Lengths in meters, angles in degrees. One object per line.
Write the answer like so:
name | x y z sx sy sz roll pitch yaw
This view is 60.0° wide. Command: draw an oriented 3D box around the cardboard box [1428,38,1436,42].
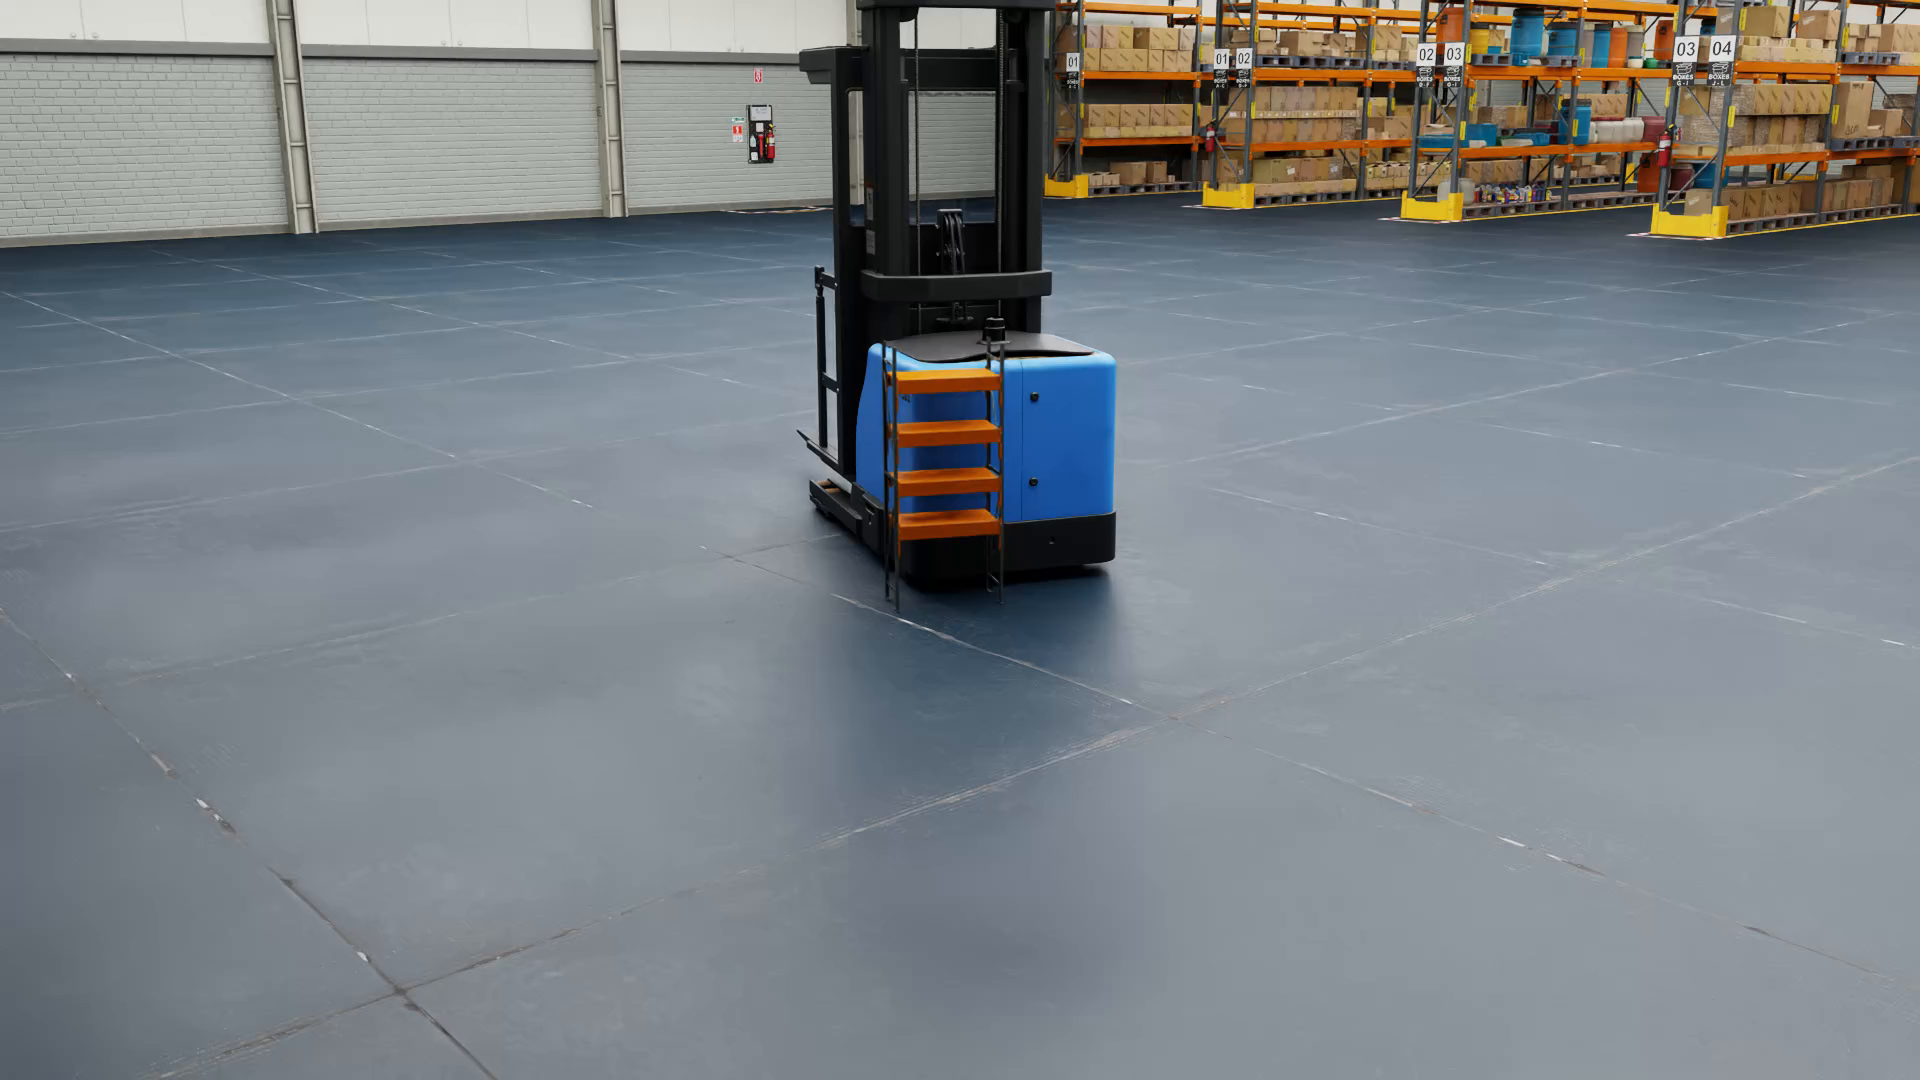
cardboard box | 12.945 -13.722 46.327 0.500 0.500 0.500 -12 19 -39

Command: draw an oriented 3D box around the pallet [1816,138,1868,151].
pallet | 15.862 -7.253 30.463 1.213 0.211 1.003 -13 19 -39

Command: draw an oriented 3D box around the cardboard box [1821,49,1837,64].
cardboard box | 15.018 -8.493 29.212 0.500 0.250 0.500 -12 19 -37

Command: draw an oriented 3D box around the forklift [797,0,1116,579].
forklift | -0.209 -1.569 8.945 1.130 2.935 3.031 -5 16 -19

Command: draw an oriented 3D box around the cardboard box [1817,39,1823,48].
cardboard box | 14.741 -8.616 28.898 0.250 0.149 0.380 -14 20 -42

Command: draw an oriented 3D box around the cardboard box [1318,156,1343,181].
cardboard box | 8.099 -8.207 36.723 0.500 0.500 0.500 -13 19 -39

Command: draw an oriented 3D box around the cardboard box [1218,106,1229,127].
cardboard box | 6.268 -10.571 41.467 0.500 0.500 0.700 -10 18 -34

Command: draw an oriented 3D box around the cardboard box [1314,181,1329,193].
cardboard box | 7.733 -7.757 36.491 0.500 0.250 0.500 -13 19 -39

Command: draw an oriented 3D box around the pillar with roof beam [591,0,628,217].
pillar with roof beam | -3.848 -9.774 27.905 0.400 9.000 9.100 -13 19 -39

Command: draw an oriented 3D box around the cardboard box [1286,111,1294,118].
cardboard box | 6.888 -9.058 35.396 0.250 0.149 0.380 -14 20 -41

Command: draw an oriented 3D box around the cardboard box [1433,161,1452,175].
cardboard box | 11.474 -8.860 39.535 0.500 0.311 0.500 -12 19 -38

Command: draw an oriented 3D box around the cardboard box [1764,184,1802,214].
cardboard box | 14.862 -6.180 30.103 0.500 0.500 0.500 -13 20 -41

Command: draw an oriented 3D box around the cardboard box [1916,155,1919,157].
cardboard box | 19.420 -7.361 33.798 0.875 0.875 1.225 -13 19 -39

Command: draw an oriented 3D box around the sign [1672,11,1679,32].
sign | 11.824 -8.555 27.438 0.005 0.325 0.100 -13 19 -39

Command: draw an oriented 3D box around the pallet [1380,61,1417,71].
pallet | 10.413 -10.887 38.249 1.213 0.211 1.003 -12 19 -37

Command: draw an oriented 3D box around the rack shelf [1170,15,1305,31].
rack shelf | 6.945 -12.834 41.528 4.000 0.370 1.077 -13 19 -39

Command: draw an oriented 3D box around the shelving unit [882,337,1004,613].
shelving unit | -0.076 -0.299 7.537 0.503 1.200 0.258 -4 15 -14

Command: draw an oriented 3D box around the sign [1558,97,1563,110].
sign | 15.092 -10.981 41.804 0.005 0.325 0.100 -13 19 -39

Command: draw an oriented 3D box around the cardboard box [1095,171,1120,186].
cardboard box | 3.429 -8.570 39.378 0.500 0.311 0.500 -11 18 -35

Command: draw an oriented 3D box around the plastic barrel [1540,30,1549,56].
plastic barrel | 11.485 -9.880 33.083 0.421 0.512 0.421 0 15 0

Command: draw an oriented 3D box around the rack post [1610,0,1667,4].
rack post | 13.368 -11.554 34.181 3.121 1.000 1.013 -13 19 -39

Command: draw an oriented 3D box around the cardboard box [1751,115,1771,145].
cardboard box | 13.310 -7.031 28.490 0.500 0.500 0.875 -13 19 -39

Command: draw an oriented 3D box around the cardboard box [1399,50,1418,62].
cardboard box | 10.173 -11.065 38.028 0.500 0.250 0.500 14 20 42

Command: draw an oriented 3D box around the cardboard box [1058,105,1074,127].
cardboard box | 2.634 -9.881 38.727 0.500 0.500 0.500 -13 20 -40

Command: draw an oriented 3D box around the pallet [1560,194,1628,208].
pallet | 13.427 -7.210 35.333 1.213 0.211 1.003 -13 19 -39

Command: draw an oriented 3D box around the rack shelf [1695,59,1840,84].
rack shelf | 13.682 -8.007 28.497 4.000 0.370 1.077 -13 19 -39

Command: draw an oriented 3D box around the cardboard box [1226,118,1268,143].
cardboard box | 6.033 -8.621 35.019 0.500 0.500 0.700 -13 19 -39

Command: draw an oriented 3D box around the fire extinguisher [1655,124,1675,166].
fire extinguisher | 11.784 -6.600 27.796 0.183 0.674 0.296 -13 19 -39

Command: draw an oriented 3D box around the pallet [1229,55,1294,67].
pallet | 6.223 -10.017 34.799 1.213 0.211 1.003 -13 19 -39

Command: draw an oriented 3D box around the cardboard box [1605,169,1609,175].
cardboard box | 17.130 -9.859 44.485 0.250 0.166 0.380 -13 19 -39

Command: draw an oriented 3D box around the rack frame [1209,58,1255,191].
rack frame | 5.673 -8.496 34.745 0.127 3.000 1.000 -13 19 -39

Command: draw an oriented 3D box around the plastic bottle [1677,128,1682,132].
plastic bottle | 15.844 -8.915 36.554 0.135 0.276 0.152 -13 19 -39

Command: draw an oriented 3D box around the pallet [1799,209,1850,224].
pallet | 15.777 -6.030 30.914 1.213 0.211 1.003 -13 19 -39

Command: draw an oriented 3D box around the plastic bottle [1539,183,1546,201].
plastic bottle | 11.642 -6.976 33.336 0.185 0.351 0.144 -13 20 -41

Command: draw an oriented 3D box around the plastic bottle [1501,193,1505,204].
plastic bottle | 10.572 -6.656 32.425 0.097 0.201 0.097 0 15 0

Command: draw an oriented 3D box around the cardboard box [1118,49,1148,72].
cardboard box | 4.042 -11.243 38.982 0.500 0.500 0.500 -11 19 -36

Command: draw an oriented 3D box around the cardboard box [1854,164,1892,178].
cardboard box | 17.722 -7.170 32.318 0.500 0.250 0.500 -12 19 -37

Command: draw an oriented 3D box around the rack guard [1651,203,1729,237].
rack guard | 12.230 -5.372 27.893 0.348 0.500 1.175 -13 19 -39

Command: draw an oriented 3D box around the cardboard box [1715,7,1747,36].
cardboard box | 13.176 -8.761 28.187 0.500 0.500 0.500 -13 19 -39

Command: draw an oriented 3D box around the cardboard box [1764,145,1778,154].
cardboard box | 13.740 -6.683 28.442 0.250 0.149 0.380 -13 19 -39

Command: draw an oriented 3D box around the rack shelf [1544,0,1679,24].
rack shelf | 13.448 -10.905 34.308 4.000 0.370 1.077 -13 19 -39

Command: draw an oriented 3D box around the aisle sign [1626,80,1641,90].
aisle sign | 17.995 -12.414 44.377 0.004 0.787 0.394 -13 19 -39

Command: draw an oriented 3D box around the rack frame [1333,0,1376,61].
rack frame | 8.690 -12.072 36.507 0.127 3.000 1.000 -13 19 -39

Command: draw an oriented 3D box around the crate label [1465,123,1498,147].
crate label | 10.133 -7.913 32.492 0.616 0.435 0.502 -13 19 -39

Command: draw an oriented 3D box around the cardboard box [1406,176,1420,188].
cardboard box | 10.317 -8.329 38.633 0.500 0.250 0.500 -12 19 -38

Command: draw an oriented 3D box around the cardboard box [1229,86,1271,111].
cardboard box | 6.073 -9.257 34.885 0.500 0.500 0.700 -13 19 -39

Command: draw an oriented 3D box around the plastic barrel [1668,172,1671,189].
plastic barrel | 15.682 -8.087 37.219 0.421 0.512 0.421 0 15 0

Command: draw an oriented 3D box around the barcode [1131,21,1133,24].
barcode | 4.105 -12.353 39.689 0.075 0.075 0.001 -13 19 -39

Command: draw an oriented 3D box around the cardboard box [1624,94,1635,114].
cardboard box | 17.588 -11.609 44.267 0.500 0.500 0.500 -13 20 -40

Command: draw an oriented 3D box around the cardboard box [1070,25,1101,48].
cardboard box | 2.868 -11.468 37.889 0.500 0.500 0.500 14 21 43

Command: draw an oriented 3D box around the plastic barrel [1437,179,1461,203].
plastic barrel | 9.368 -6.658 31.872 0.421 0.512 0.421 0 15 0

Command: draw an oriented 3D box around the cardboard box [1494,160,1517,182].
cardboard box | 13.402 -9.141 41.150 0.500 0.500 0.500 -14 20 -41

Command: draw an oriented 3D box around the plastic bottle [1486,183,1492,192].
plastic bottle | 10.595 -6.982 33.355 0.185 0.351 0.144 -13 20 -40

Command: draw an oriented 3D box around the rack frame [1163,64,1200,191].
rack frame | 5.436 -10.137 40.890 0.127 3.000 1.000 -13 19 -39
